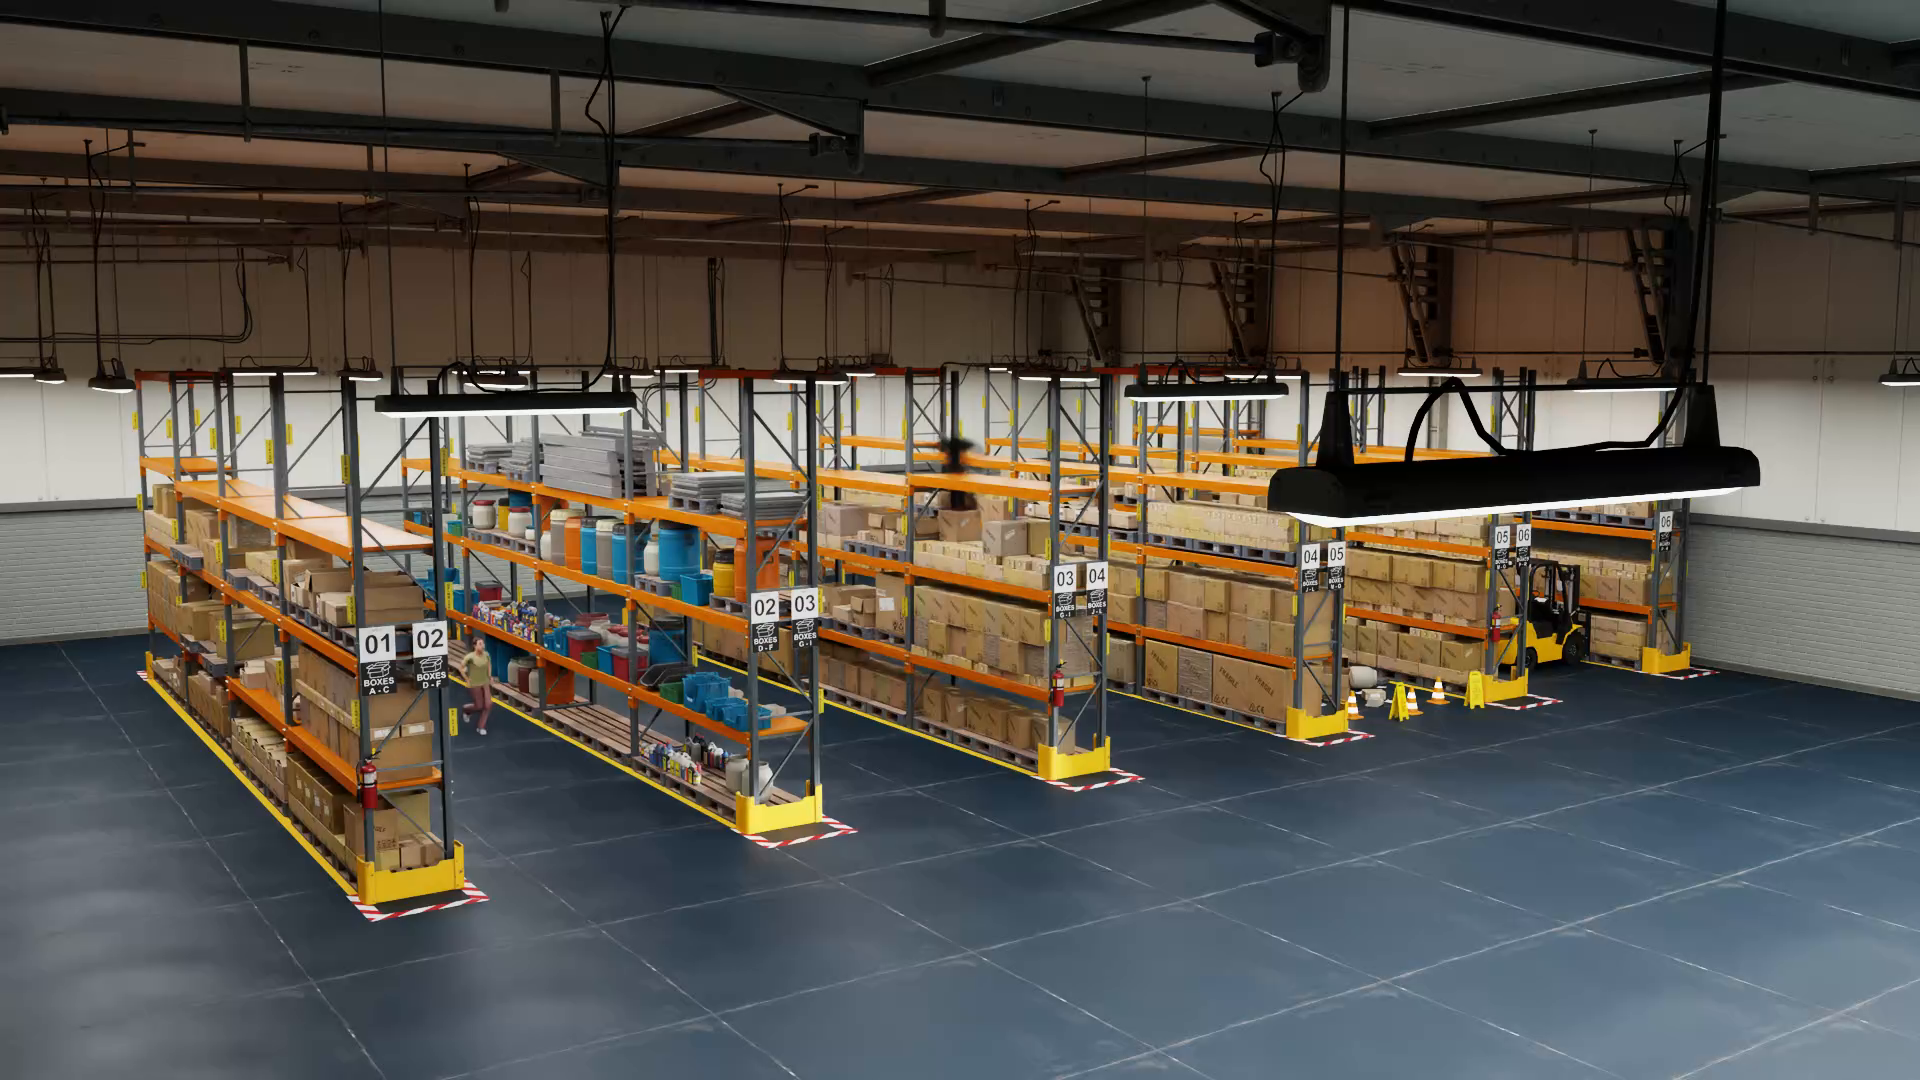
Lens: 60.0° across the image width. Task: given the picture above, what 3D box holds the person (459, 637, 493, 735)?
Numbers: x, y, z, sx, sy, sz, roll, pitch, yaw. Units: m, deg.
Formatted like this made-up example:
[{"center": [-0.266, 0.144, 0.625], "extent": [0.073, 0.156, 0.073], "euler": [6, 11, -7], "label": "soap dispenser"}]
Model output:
[{"center": [-8.075, 2.409, 27.780], "extent": [0.616, 1.625, 0.595], "euler": [6, 9, 43], "label": "person"}]

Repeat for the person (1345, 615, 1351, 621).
[{"center": [8.459, 1.495, 35.591], "extent": [0.848, 1.754, 0.605], "euler": [6, 9, 43], "label": "person"}]
